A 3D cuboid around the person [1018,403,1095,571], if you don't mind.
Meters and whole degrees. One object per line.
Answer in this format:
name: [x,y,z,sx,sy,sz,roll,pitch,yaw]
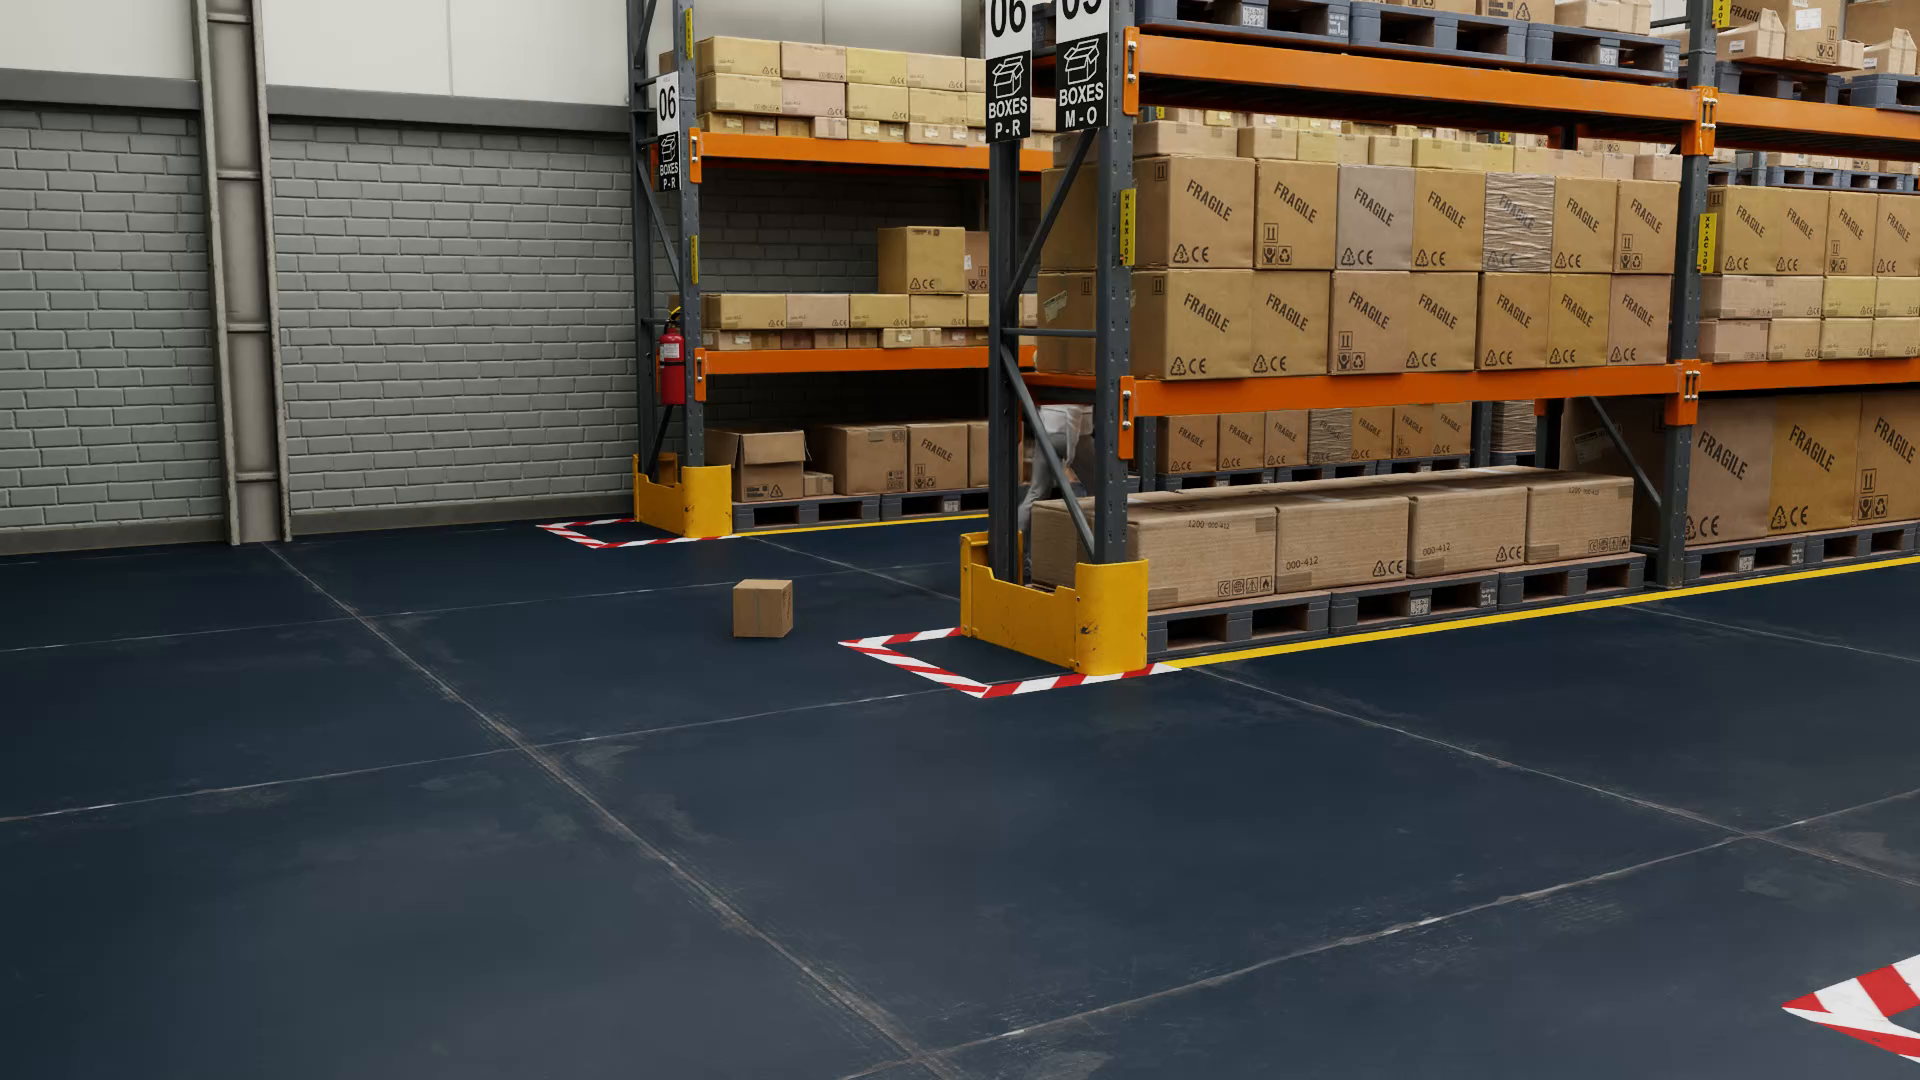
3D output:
person: [0.692,-0.642,10.051,0.990,1.631,0.500,-6,10,-34]
